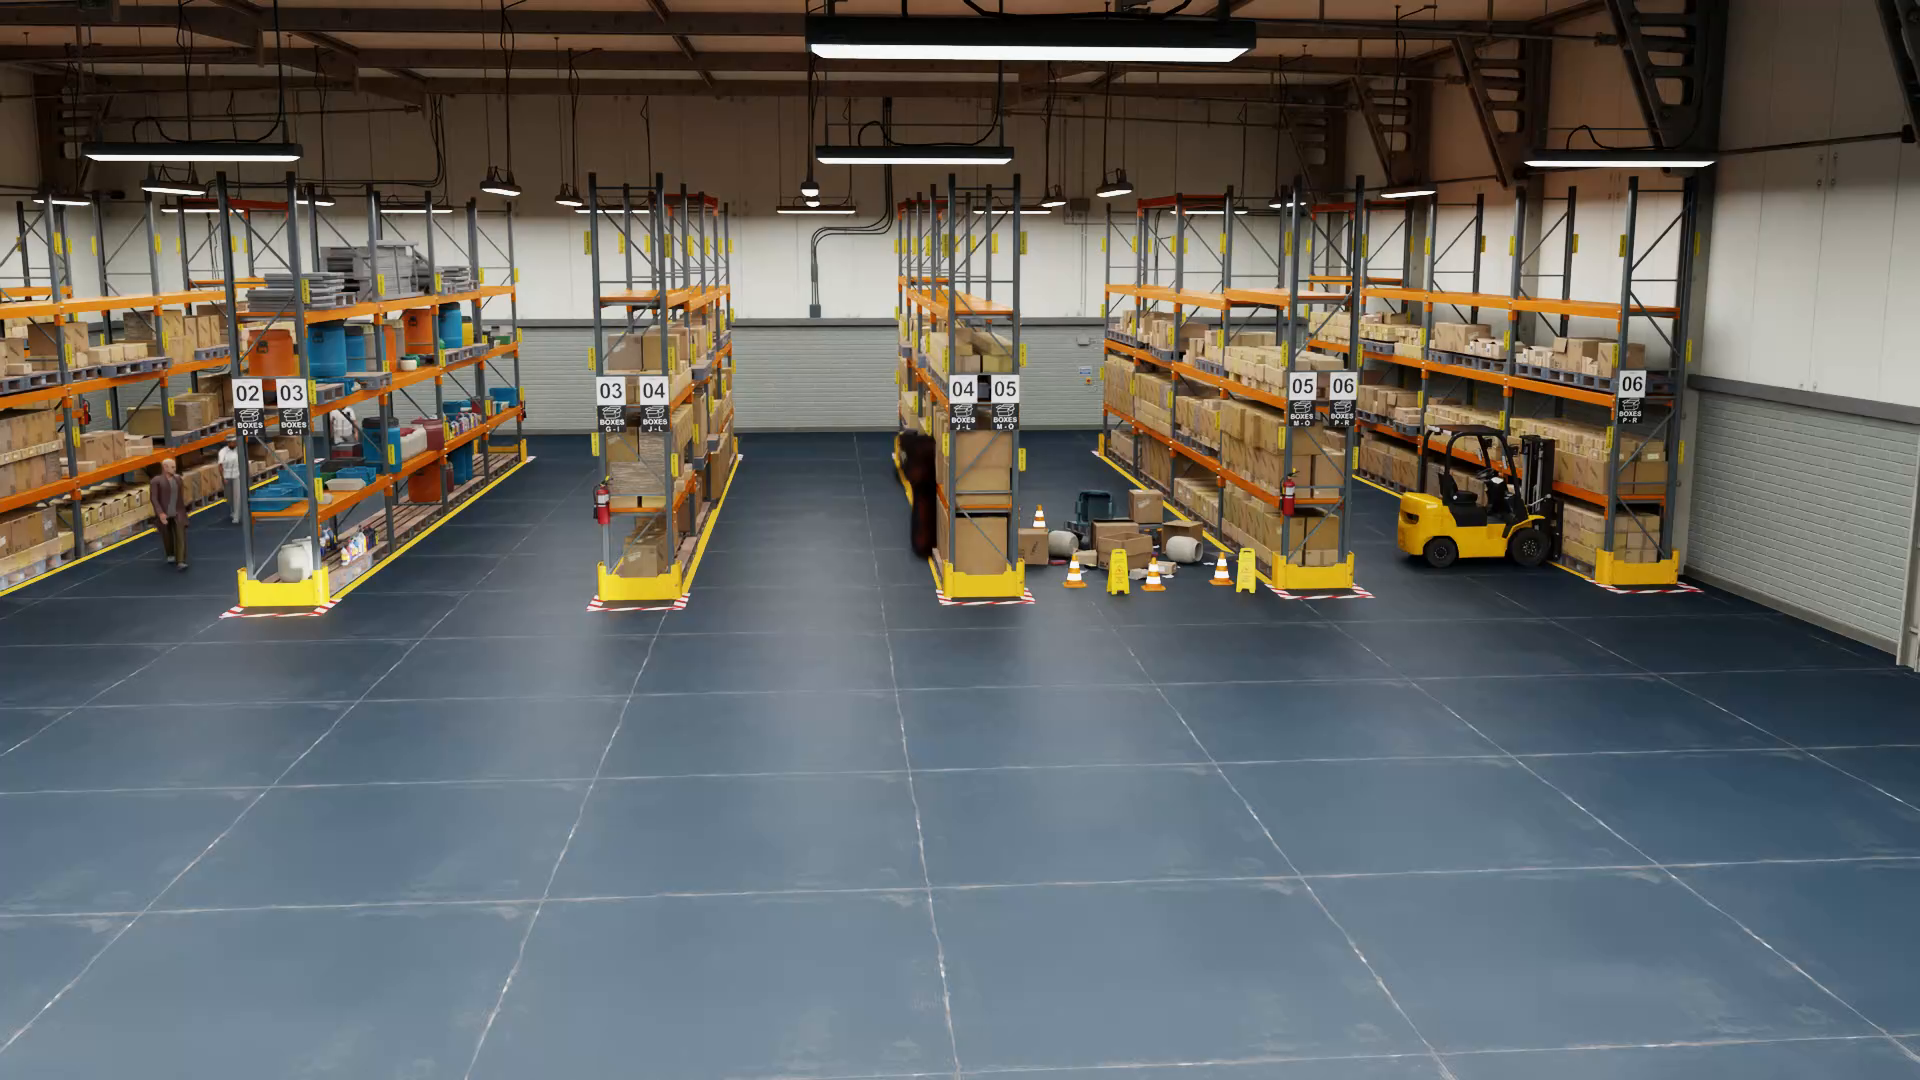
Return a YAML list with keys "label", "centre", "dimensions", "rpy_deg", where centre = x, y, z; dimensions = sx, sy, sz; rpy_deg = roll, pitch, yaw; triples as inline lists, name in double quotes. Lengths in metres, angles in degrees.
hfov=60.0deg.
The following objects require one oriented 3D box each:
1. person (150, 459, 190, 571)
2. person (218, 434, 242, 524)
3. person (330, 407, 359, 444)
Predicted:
- label: "person"
  centre: [-12.336, -0.406, 25.967]
  dimensions: [0.535, 1.731, 1.135]
  rpy_deg: [-5, 11, -26]
- label: "person"
  centre: [-13.317, -1.136, 30.438]
  dimensions: [0.414, 1.625, 0.977]
  rpy_deg: [-2, 10, -14]
- label: "person"
  centre: [-13.805, -2.364, 37.174]
  dimensions: [0.702, 1.708, 1.086]
  rpy_deg: [-2, 10, -8]
